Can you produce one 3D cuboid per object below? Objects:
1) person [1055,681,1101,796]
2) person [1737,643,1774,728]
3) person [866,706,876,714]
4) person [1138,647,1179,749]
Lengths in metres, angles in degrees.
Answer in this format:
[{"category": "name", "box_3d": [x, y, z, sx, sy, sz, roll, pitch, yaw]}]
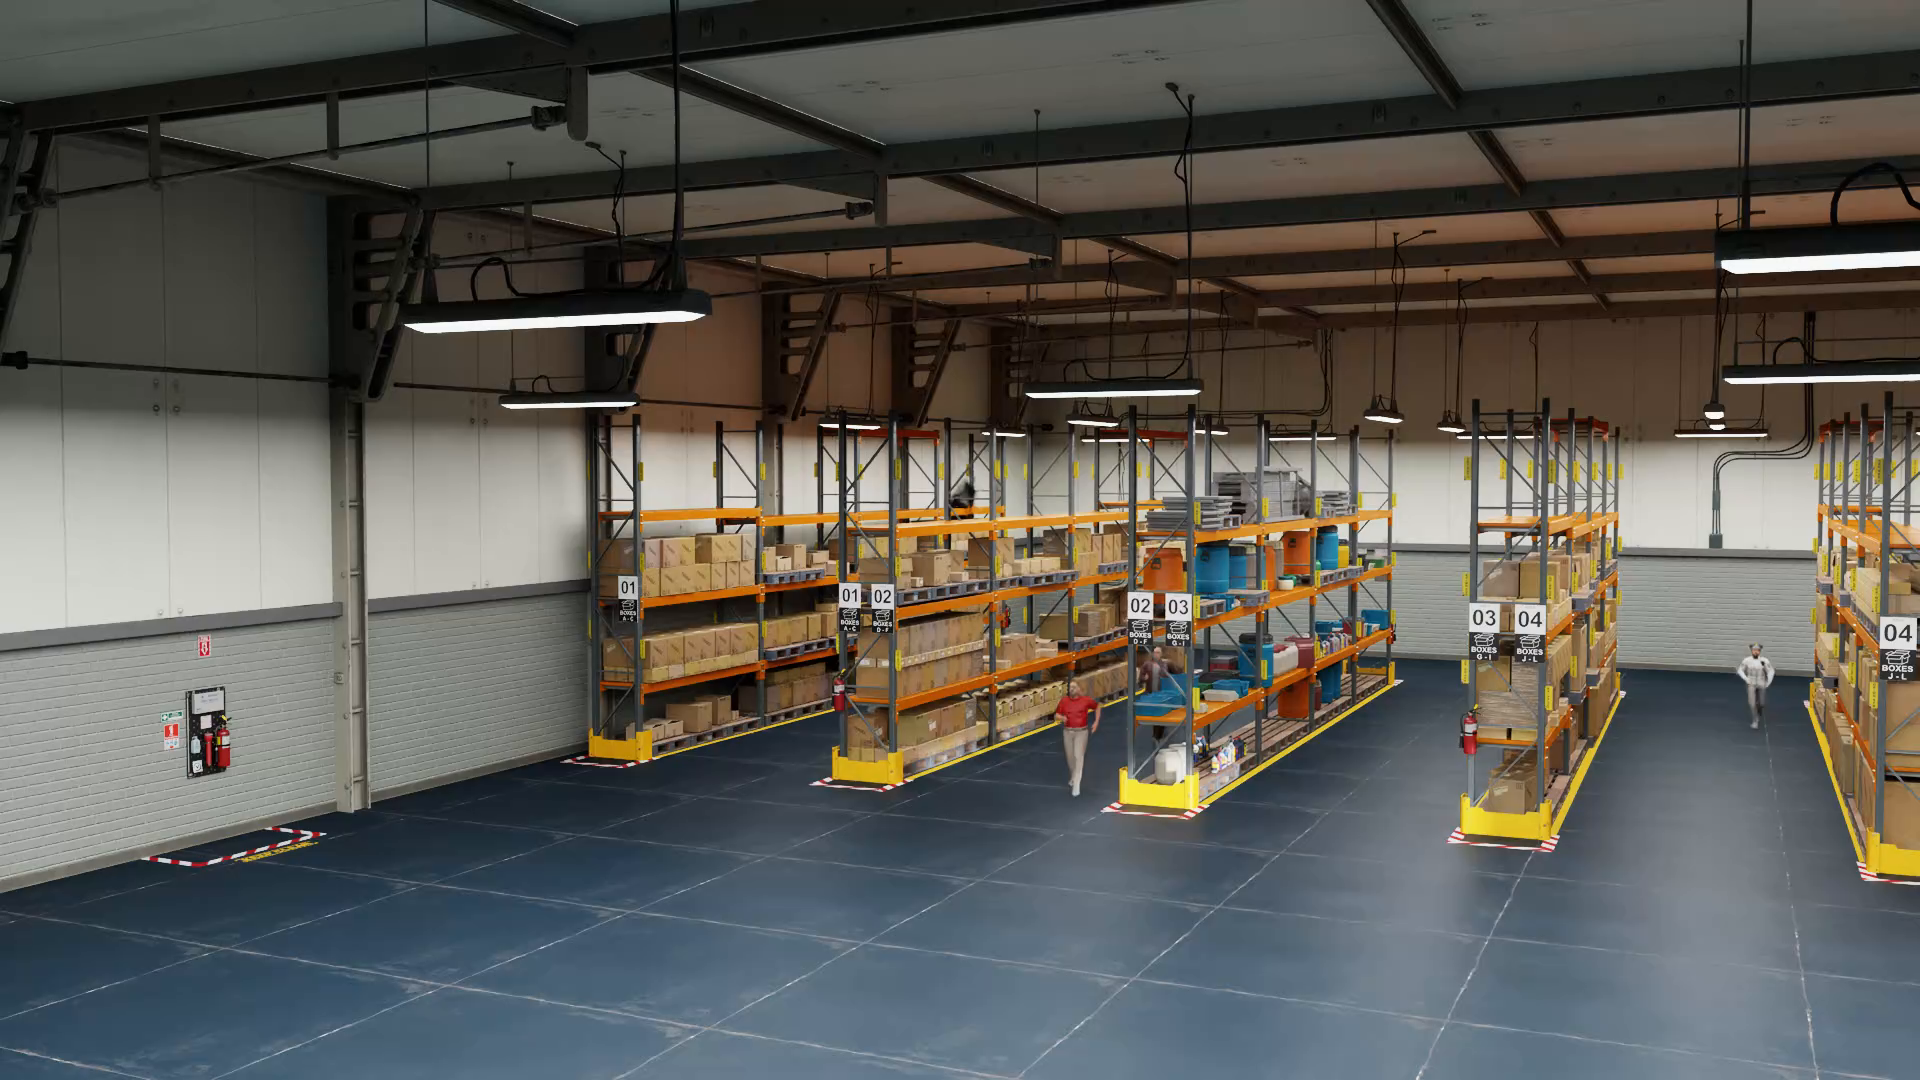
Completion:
[{"category": "person", "box_3d": [1.818, 3.093, 26.068, 0.670, 1.776, 0.822, 1, 2, 20]}, {"category": "person", "box_3d": [15.626, 2.846, 32.655, 0.657, 1.664, 0.553, 1, 2, 20]}, {"category": "person", "box_3d": [-1.515, 2.814, 30.771, 0.677, 1.799, 0.901, 1, 2, 20]}, {"category": "person", "box_3d": [3.588, 2.872, 30.304, 0.685, 1.844, 0.793, 1, 3, 22]}]
